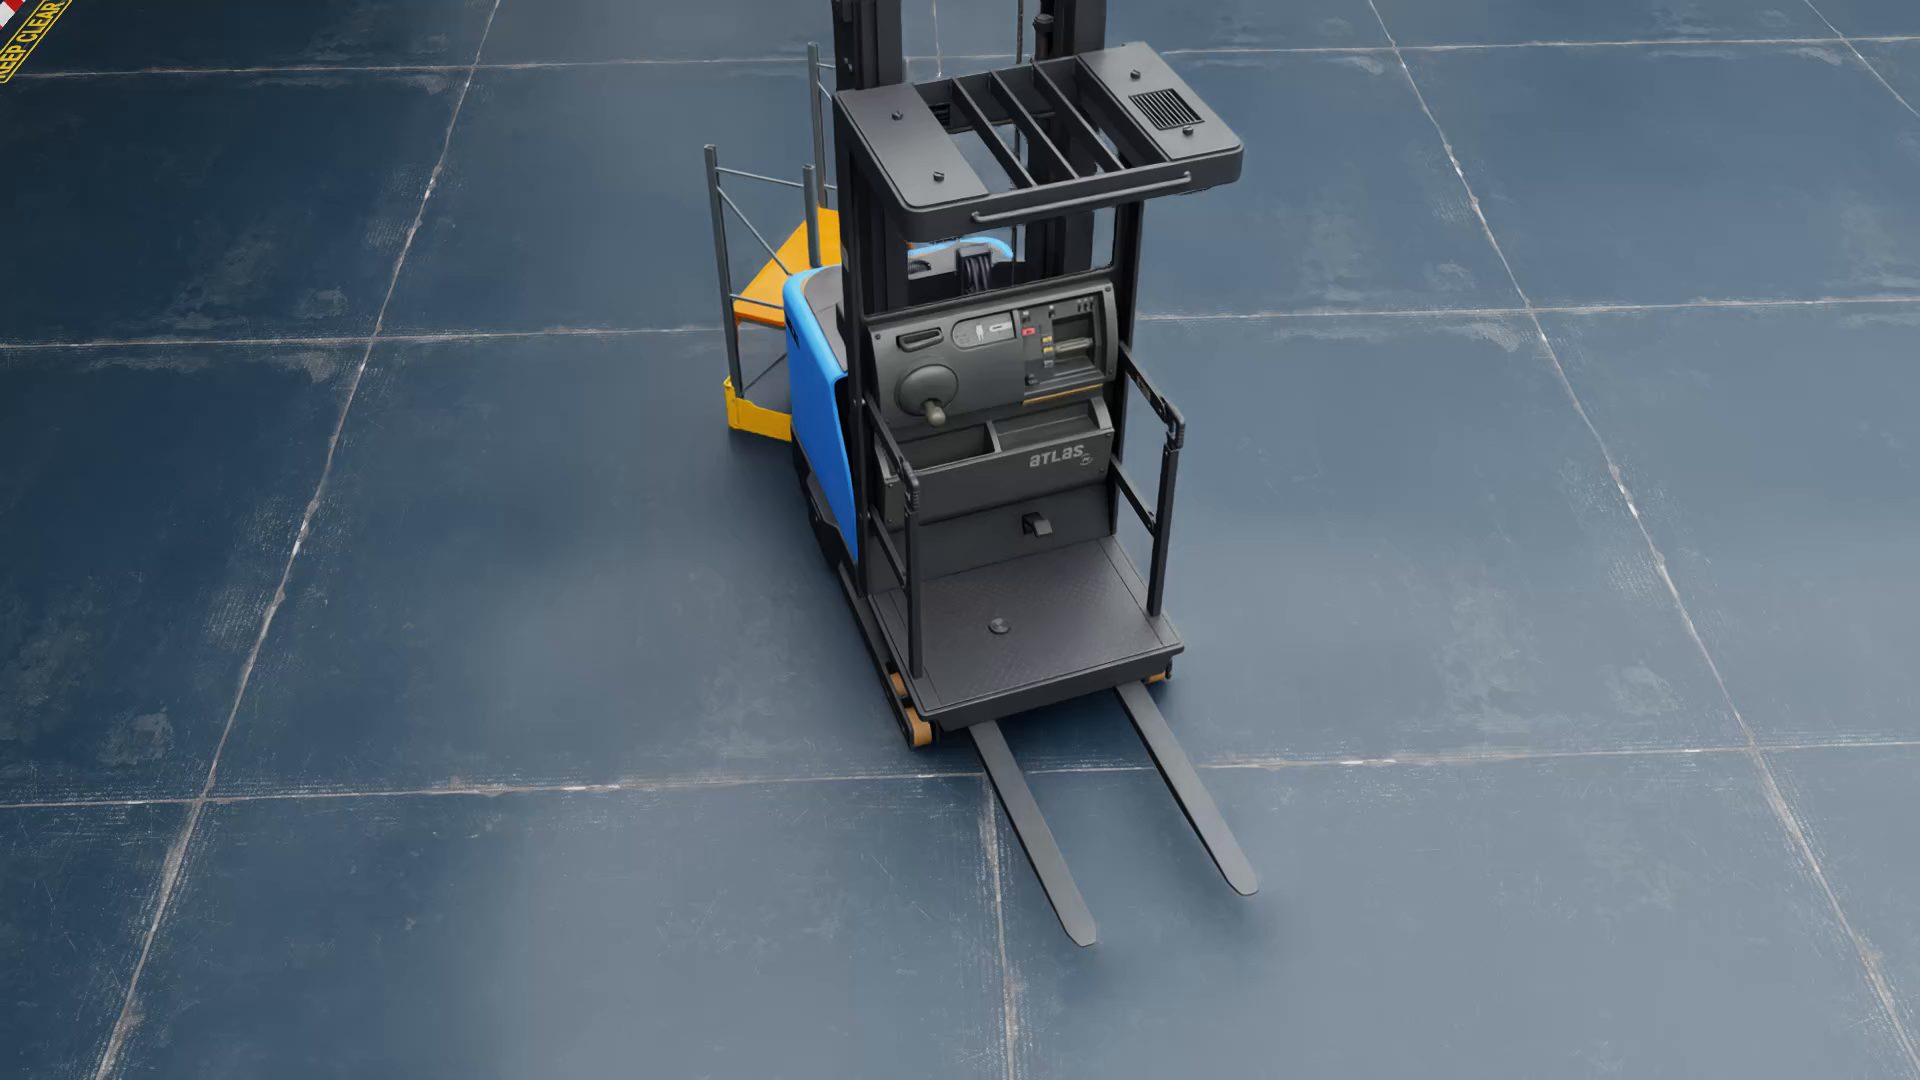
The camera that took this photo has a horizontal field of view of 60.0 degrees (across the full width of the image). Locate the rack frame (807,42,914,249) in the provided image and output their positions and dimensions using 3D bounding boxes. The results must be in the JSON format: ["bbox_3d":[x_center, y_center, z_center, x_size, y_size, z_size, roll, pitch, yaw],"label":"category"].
[{"bbox_3d":[-0.469,-1.684,8.127,0.500,1.500,0.032,15,45,16],"label":"rack frame"}]

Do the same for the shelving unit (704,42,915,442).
[{"bbox_3d":[-0.650,-1.370,7.784,0.587,1.500,1.083,15,45,16],"label":"shelving unit"}]

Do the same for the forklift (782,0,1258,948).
[{"bbox_3d":[0.207,-0.589,5.873,1.130,2.935,3.031,-14,44,-14],"label":"forklift"}]

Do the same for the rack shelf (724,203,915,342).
[{"bbox_3d":[-0.653,-1.231,7.899,0.538,0.185,1.000,15,45,16],"label":"rack shelf"}]

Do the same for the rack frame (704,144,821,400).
[{"bbox_3d":[-0.838,-1.044,7.429,0.500,1.500,0.032,15,45,16],"label":"rack frame"}]

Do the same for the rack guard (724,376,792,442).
[{"bbox_3d":[-0.831,-0.595,7.864,0.587,0.250,0.087,15,45,16],"label":"rack guard"}]
